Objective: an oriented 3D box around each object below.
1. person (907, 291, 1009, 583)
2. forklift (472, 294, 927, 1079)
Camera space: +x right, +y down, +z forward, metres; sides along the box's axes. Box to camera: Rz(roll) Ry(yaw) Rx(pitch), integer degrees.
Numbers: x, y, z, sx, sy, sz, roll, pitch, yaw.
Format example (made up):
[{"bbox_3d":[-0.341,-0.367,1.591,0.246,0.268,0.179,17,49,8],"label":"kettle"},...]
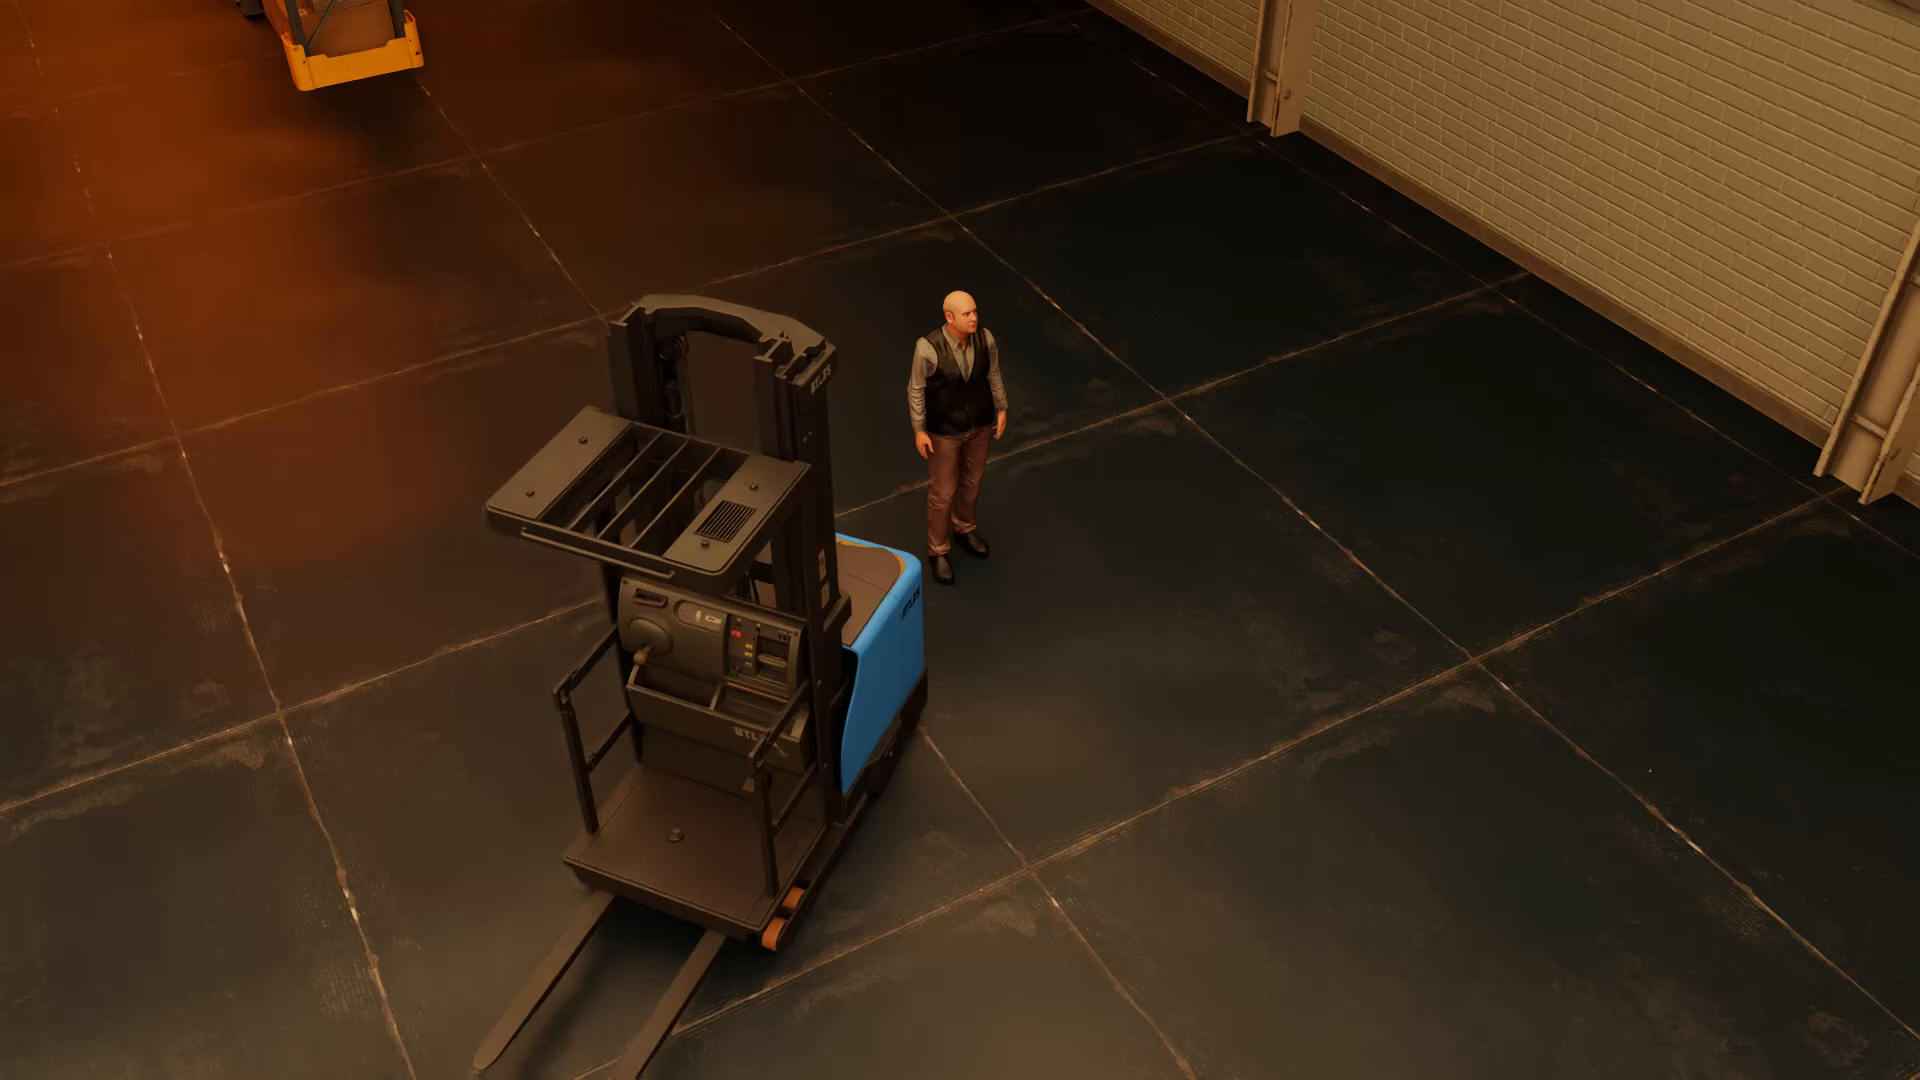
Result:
[{"bbox_3d":[0.025,-0.631,9.733,0.633,1.722,0.566,-20,44,-23],"label":"person"},{"bbox_3d":[-1.224,0.524,7.404,1.130,2.935,3.031,15,42,18],"label":"forklift"}]
